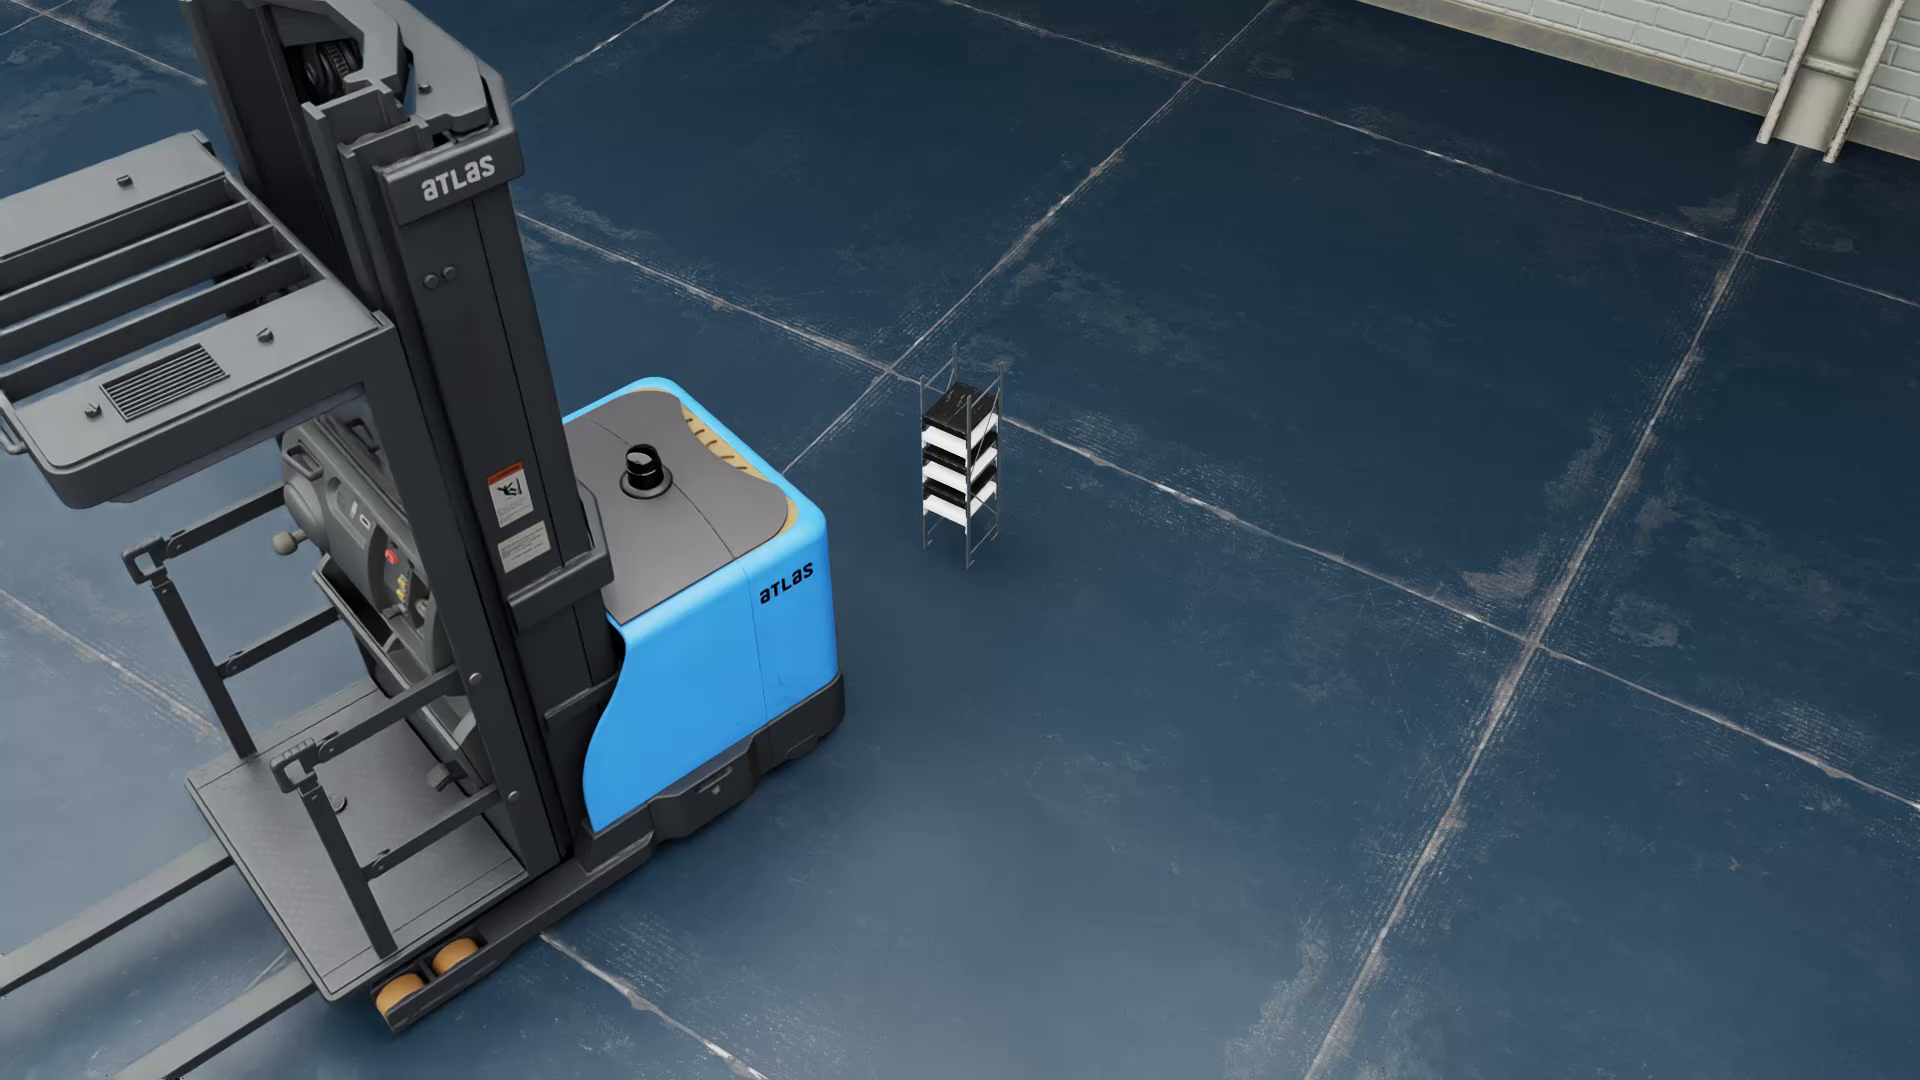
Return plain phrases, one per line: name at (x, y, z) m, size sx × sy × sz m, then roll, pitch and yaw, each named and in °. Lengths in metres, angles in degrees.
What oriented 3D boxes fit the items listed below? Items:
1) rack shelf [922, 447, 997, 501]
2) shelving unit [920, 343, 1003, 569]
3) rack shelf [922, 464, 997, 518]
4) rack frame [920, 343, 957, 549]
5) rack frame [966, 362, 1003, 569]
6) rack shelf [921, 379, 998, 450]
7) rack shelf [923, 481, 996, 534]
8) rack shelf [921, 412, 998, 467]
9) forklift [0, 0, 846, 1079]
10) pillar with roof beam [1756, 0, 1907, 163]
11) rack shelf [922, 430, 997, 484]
rack shelf at (0.007, -0.287, 6.448) m, size 0.200 × 0.077 × 0.258 m, roll 25°, pitch 51°, yaw 22°
shelving unit at (0.007, -0.310, 6.424) m, size 0.210 × 0.900 × 0.258 m, roll 25°, pitch 51°, yaw 22°
rack shelf at (0.007, -0.225, 6.513) m, size 0.200 × 0.077 × 0.258 m, roll 25°, pitch 51°, yaw 22°
rack frame at (-0.079, -0.350, 6.462) m, size 0.006 × 0.900 × 0.240 m, roll 25°, pitch 51°, yaw 22°
rack frame at (0.092, -0.271, 6.386) m, size 0.006 × 0.900 × 0.240 m, roll 25°, pitch 51°, yaw 22°
rack shelf at (0.007, -0.475, 6.254) m, size 0.200 × 0.077 × 0.258 m, roll 25°, pitch 51°, yaw 22°
rack shelf at (0.007, -0.162, 6.577) m, size 0.200 × 0.077 × 0.258 m, roll 25°, pitch 51°, yaw 22°
rack shelf at (0.007, -0.413, 6.319) m, size 0.200 × 0.077 × 0.258 m, roll 25°, pitch 51°, yaw 22°
forklift at (-1.860, 0.082, 4.627) m, size 3.031 × 2.935 × 1.130 m, roll -32°, pitch 54°, yaw -27°
pillar with roof beam at (2.138, -2.665, 3.065) m, size 0.400 × 9.000 × 9.100 m, roll 25°, pitch 51°, yaw 22°
rack shelf at (0.007, -0.350, 6.384) m, size 0.200 × 0.077 × 0.258 m, roll 25°, pitch 51°, yaw 22°
